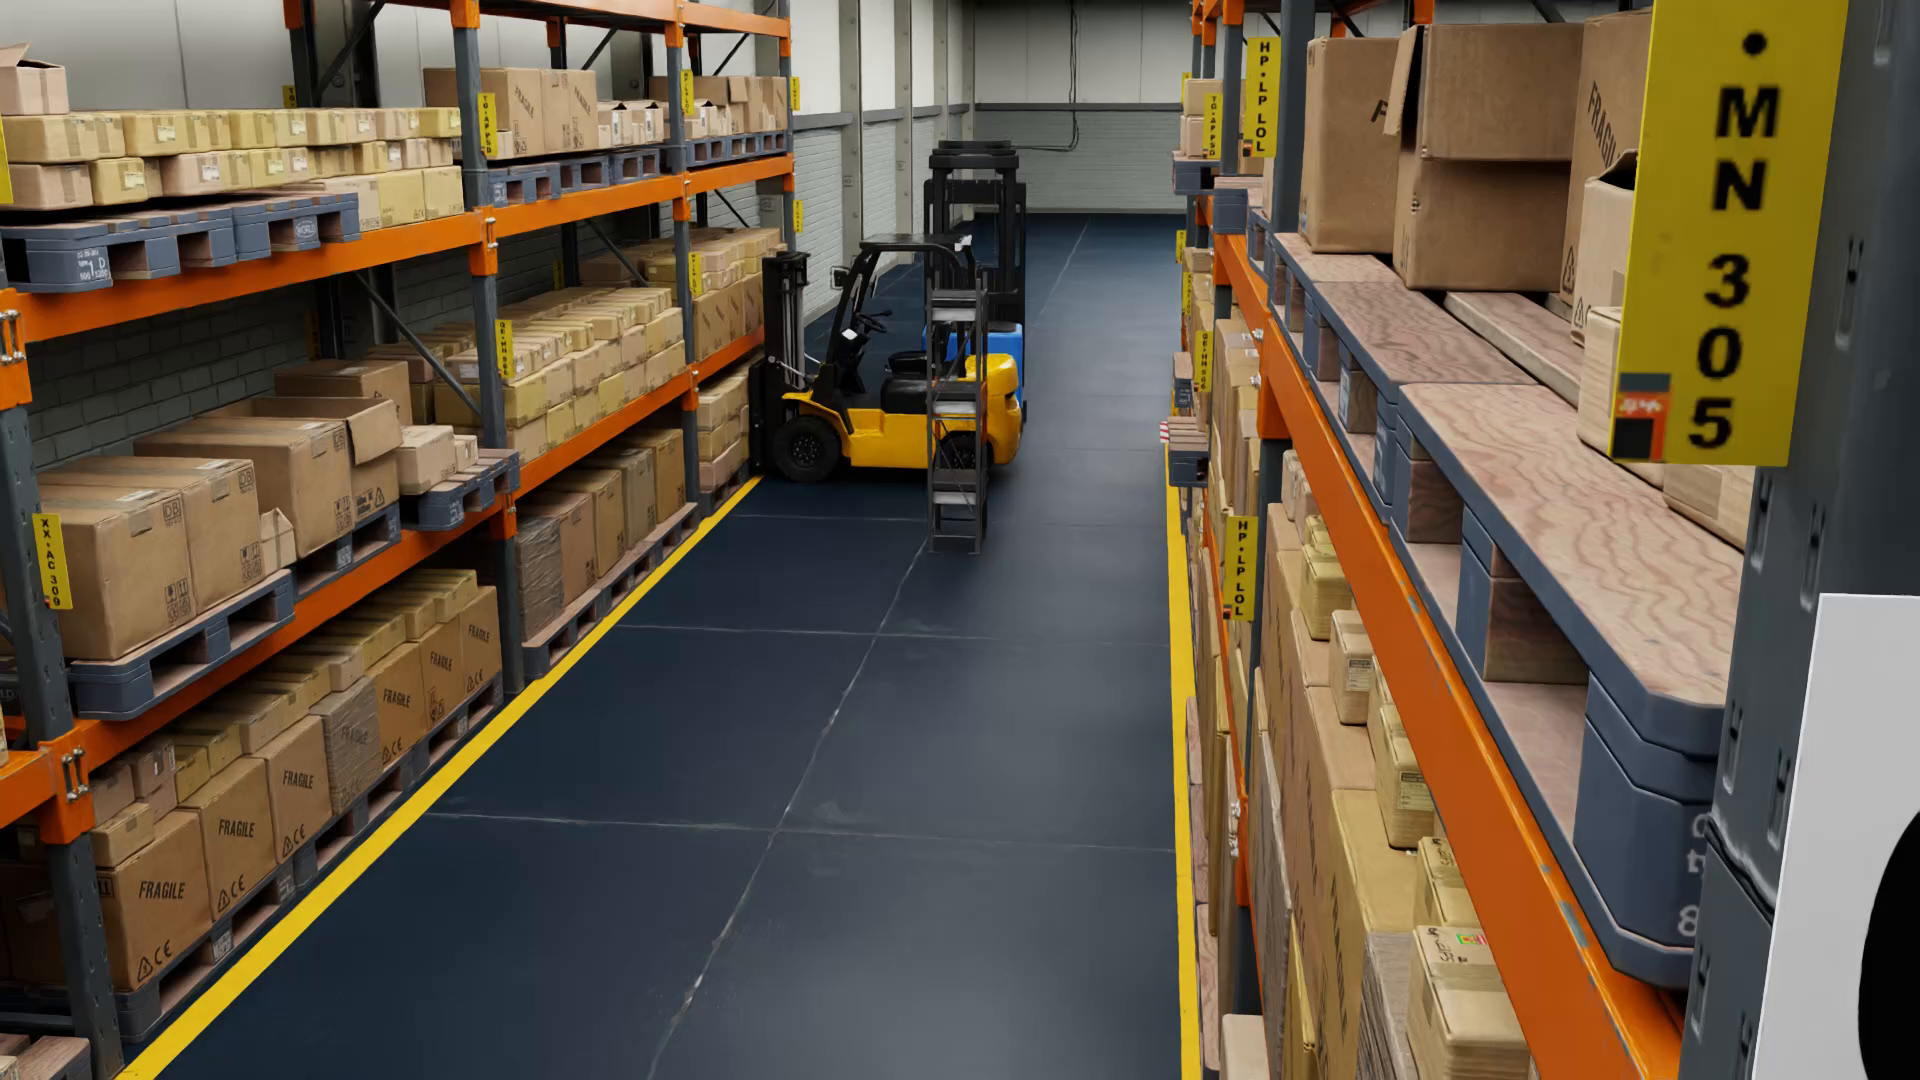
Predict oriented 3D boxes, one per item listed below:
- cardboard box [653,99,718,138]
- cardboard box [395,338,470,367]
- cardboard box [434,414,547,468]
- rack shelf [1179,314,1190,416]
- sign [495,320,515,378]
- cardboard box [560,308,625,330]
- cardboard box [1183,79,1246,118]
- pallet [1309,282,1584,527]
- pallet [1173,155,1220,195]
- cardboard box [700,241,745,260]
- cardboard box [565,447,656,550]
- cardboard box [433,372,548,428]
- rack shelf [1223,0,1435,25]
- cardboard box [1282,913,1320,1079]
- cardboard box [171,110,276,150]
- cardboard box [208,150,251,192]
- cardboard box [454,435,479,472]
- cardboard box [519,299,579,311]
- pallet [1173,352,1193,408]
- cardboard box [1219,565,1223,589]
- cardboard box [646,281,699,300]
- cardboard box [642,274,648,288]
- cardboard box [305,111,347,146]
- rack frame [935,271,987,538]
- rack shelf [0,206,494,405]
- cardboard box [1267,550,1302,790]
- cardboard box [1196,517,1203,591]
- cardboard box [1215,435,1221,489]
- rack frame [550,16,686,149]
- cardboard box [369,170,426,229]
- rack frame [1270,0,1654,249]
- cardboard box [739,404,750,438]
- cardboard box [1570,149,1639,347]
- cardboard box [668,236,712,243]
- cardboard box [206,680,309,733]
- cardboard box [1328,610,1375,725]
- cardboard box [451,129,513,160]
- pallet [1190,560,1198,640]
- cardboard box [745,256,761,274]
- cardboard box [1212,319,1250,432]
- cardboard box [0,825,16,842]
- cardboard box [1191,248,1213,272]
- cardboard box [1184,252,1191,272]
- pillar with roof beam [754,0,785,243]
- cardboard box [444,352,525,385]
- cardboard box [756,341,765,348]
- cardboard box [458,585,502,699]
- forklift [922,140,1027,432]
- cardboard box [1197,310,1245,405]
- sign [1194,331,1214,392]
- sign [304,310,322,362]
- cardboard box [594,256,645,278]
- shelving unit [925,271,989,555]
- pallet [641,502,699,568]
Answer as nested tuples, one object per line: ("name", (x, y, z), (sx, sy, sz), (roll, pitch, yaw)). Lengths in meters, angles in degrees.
("cardboard box", (-2.302, -3.464, 13.653), (0.500, 0.311, 0.500), (2, 15, 7))
("cardboard box", (-3.246, -1.150, 10.234), (0.380, 0.149, 0.250), (2, 15, 6))
("cardboard box", (-2.797, -0.597, 9.912), (0.500, 0.250, 0.500), (2, 15, 6))
("rack shelf", (2.520, -1.625, 14.805), (1.077, 0.370, 4.000), (2, 15, 6))
("sign", (-2.549, -1.069, 9.302), (0.100, 0.325, 0.005), (2, 15, 6))
("cardboard box", (-2.571, -1.533, 11.651), (0.380, 0.149, 0.250), (2, 15, 7))
("cardboard box", (1.784, -3.004, 11.305), (0.500, 0.250, 0.500), (1, 15, 5))
("pallet", (1.149, -0.257, 2.789), (1.003, 0.211, 1.213), (2, 15, 6))
("pallet", (2.005, -2.385, 10.850), (1.213, 0.211, 1.003), (2, 15, 6))
("cardboard box", (-2.185, -2.645, 15.192), (0.380, 0.149, 0.250), (2, 15, 7))
("cardboard box", (-2.781, -0.319, 12.340), (0.875, 0.625, 0.625), (2, 15, 6))
("cardboard box", (-2.772, -0.838, 9.844), (0.500, 0.250, 0.500), (2, 15, 6))
("rack shelf", (1.617, -2.254, 6.401), (1.077, 0.370, 4.000), (2, 15, 6))
("cardboard box", (0.897, 1.079, 3.232), (0.500, 0.500, 0.500), (2, 15, 8))
("cardboard box", (-2.994, -1.646, 6.673), (0.380, 0.149, 0.250), (2, 15, 7))
("cardboard box", (-2.999, -1.433, 6.453), (0.380, 0.149, 0.250), (2, 15, 6))
("cardboard box", (-2.782, -0.462, 8.799), (0.380, 0.149, 0.250), (2, 15, 7))
("cardboard box", (-3.011, -1.676, 12.180), (0.380, 0.149, 0.250), (2, 15, 6))
("pallet", (2.063, -1.167, 12.101), (1.003, 0.211, 1.213), (2, 15, 6))
("cardboard box", (1.432, 0.045, 7.537), (0.500, 0.250, 0.500), (2, 15, 8))
("cardboard box", (-2.341, -2.036, 13.509), (0.380, 0.149, 0.250), (1, 15, 5))
("cardboard box", (-2.825, -2.186, 14.065), (0.380, 0.149, 0.250), (2, 15, 8))
("cardboard box", (-2.981, -1.839, 7.424), (0.380, 0.149, 0.250), (2, 15, 6))
("rack frame", (0.009, -1.034, 12.963), (0.400, 2.100, 0.015), (2, 15, 6))
("rack shelf", (-3.315, -1.144, 7.277), (1.077, 0.370, 4.000), (2, 15, 6))
("cardboard box", (1.034, 0.337, 4.062), (0.500, 0.500, 0.500), (1, 15, 6))
("cardboard box", (2.083, 0.115, 11.221), (0.950, 0.372, 0.625), (2, 15, 8))
("cardboard box", (1.481, -0.327, 7.956), (0.500, 0.250, 0.500), (2, 15, 8))
("rack frame", (-2.638, -4.495, 12.547), (1.000, 3.000, 0.127), (2, 15, 6))
("cardboard box", (-2.962, -1.667, 8.120), (0.500, 0.250, 0.500), (2, 15, 6))
("rack frame", (1.392, -2.275, 4.336), (1.000, 3.000, 0.127), (2, 15, 6))
("cardboard box", (-2.154, -1.093, 14.963), (0.500, 0.250, 0.500), (2, 15, 6))
("cardboard box", (1.159, -0.384, 2.265), (0.500, 0.311, 0.500), (2, 15, 7))
("cardboard box", (-2.563, -2.792, 15.738), (0.380, 0.149, 0.250), (2, 15, 8))
("cardboard box", (-3.151, 0.741, 7.418), (0.380, 0.149, 0.250), (2, 15, 8))
("cardboard box", (0.907, 0.246, 3.158), (0.380, 0.149, 0.250), (2, 15, 6))
("cardboard box", (-2.748, -2.230, 9.366), (0.380, 0.166, 0.250), (2, 15, 6))
("pallet", (2.073, 0.411, 11.236), (1.003, 0.211, 1.213), (2, 15, 6))
("cardboard box", (-2.068, -2.566, 15.473), (0.380, 0.149, 0.250), (2, 15, 7))
("cardboard box", (1.544, -0.827, 8.366), (0.500, 0.500, 0.500), (1, 15, 4))
("cardboard box", (-3.786, 1.063, 6.228), (0.380, 0.149, 0.250), (1, 15, 4))
("cardboard box", (1.890, -2.050, 12.189), (0.380, 0.149, 0.250), (2, 15, 6))
("cardboard box", (2.361, -2.434, 15.656), (0.500, 0.500, 0.500), (2, 15, 8))
("pillar with roof beam", (1.794, -6.808, 21.100), (9.100, 9.000, 0.400), (2, 15, 6))
("cardboard box", (-2.761, -0.997, 9.669), (0.380, 0.149, 0.250), (2, 15, 8))
("cardboard box", (-1.929, -1.866, 16.864), (0.500, 0.250, 0.500), (2, 15, 8))
("cardboard box", (-2.924, 0.558, 9.336), (0.500, 0.500, 0.500), (2, 15, 8))
("forklift", (0.165, -2.849, 18.082), (1.130, 2.935, 3.031), (0, 15, 2))
("cardboard box", (1.665, -1.072, 9.813), (0.500, 0.500, 0.500), (1, 15, 5))
("sign", (1.303, -0.951, 8.865), (0.100, 0.325, 0.005), (2, 15, 6))
("sign", (-3.641, -1.136, 9.399), (0.100, 0.325, 0.005), (2, 15, 6))
("cardboard box", (-2.833, -2.260, 13.769), (0.380, 0.149, 0.250), (1, 15, 5))
("shelving unit", (-0.019, -0.971, 12.729), (0.431, 2.100, 0.503), (2, 15, 6))
("pallet", (-2.683, -0.061, 12.983), (1.003, 0.211, 1.213), (2, 15, 6))
